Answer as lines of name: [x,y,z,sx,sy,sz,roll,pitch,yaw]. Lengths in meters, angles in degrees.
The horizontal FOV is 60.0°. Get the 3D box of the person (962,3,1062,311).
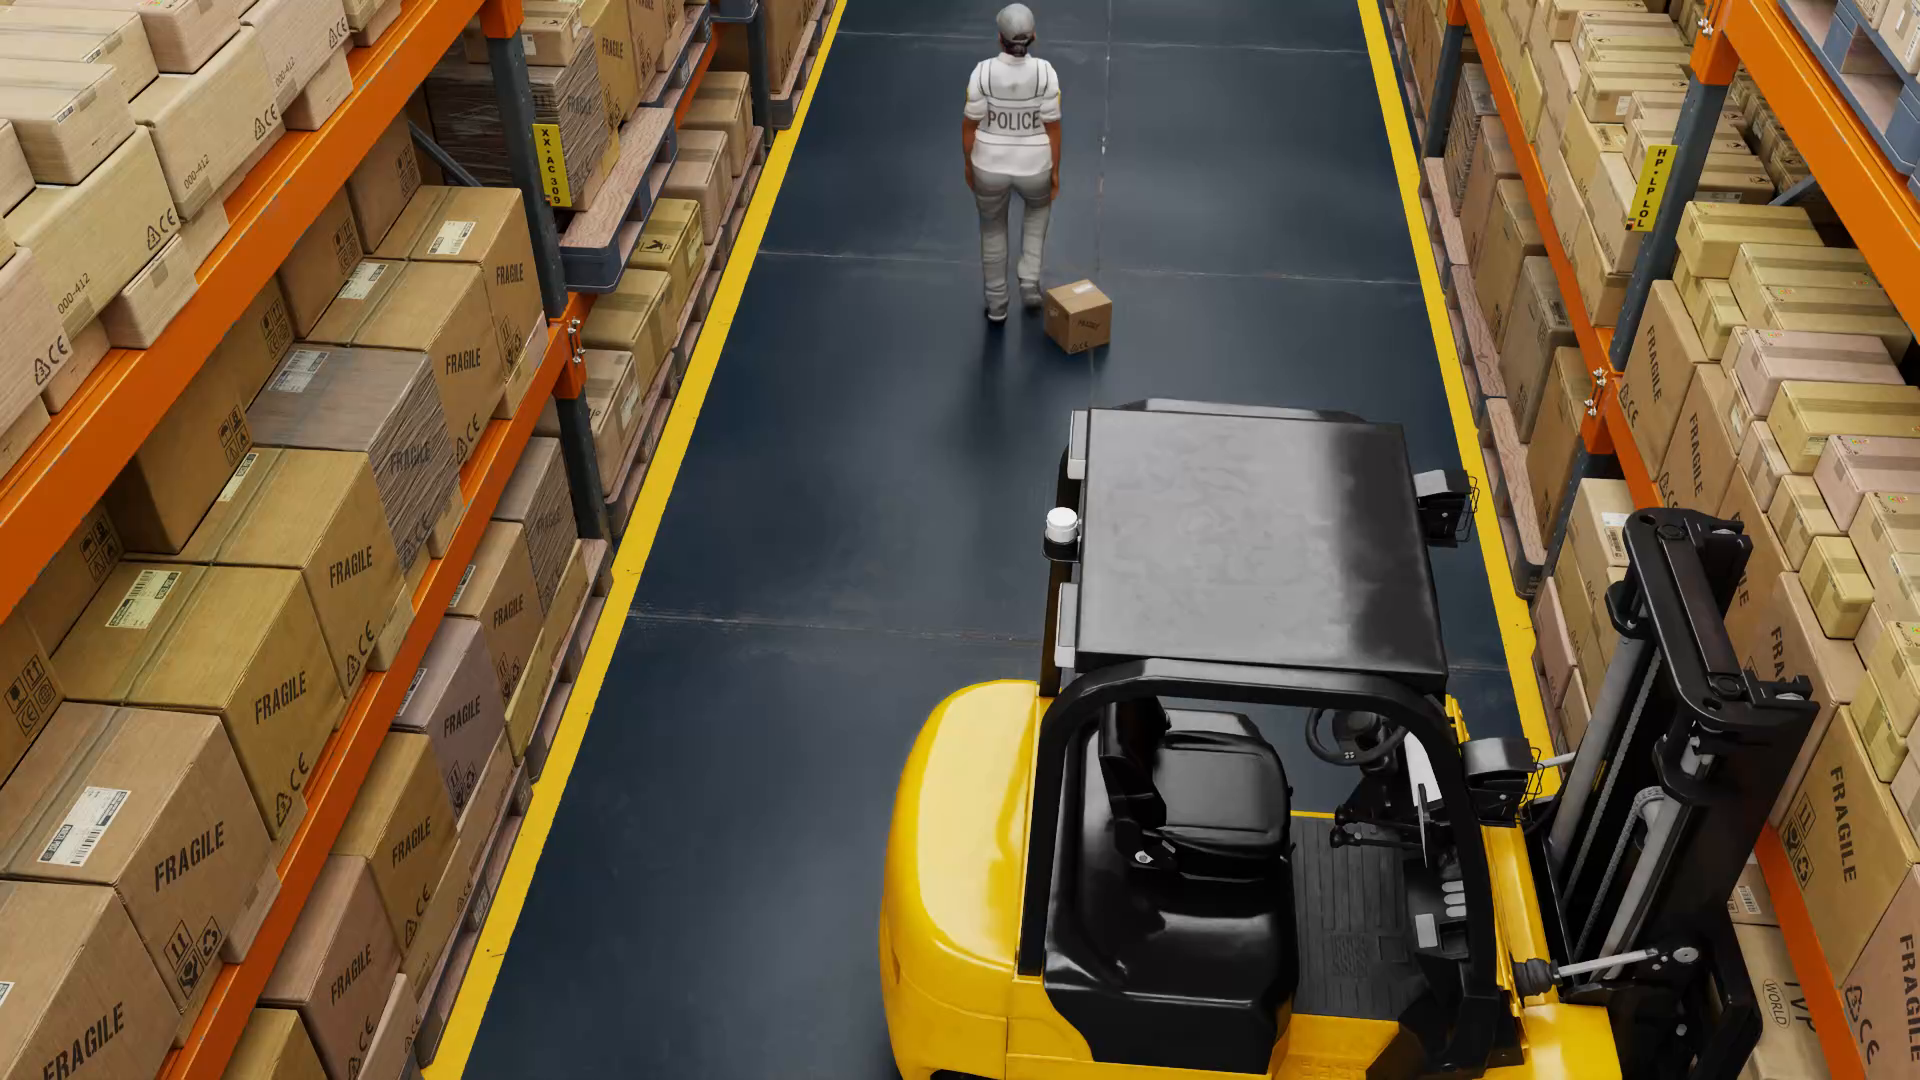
person: [0.251,-1.930,8.326,0.485,1.582,0.468,-1,40,-2]
